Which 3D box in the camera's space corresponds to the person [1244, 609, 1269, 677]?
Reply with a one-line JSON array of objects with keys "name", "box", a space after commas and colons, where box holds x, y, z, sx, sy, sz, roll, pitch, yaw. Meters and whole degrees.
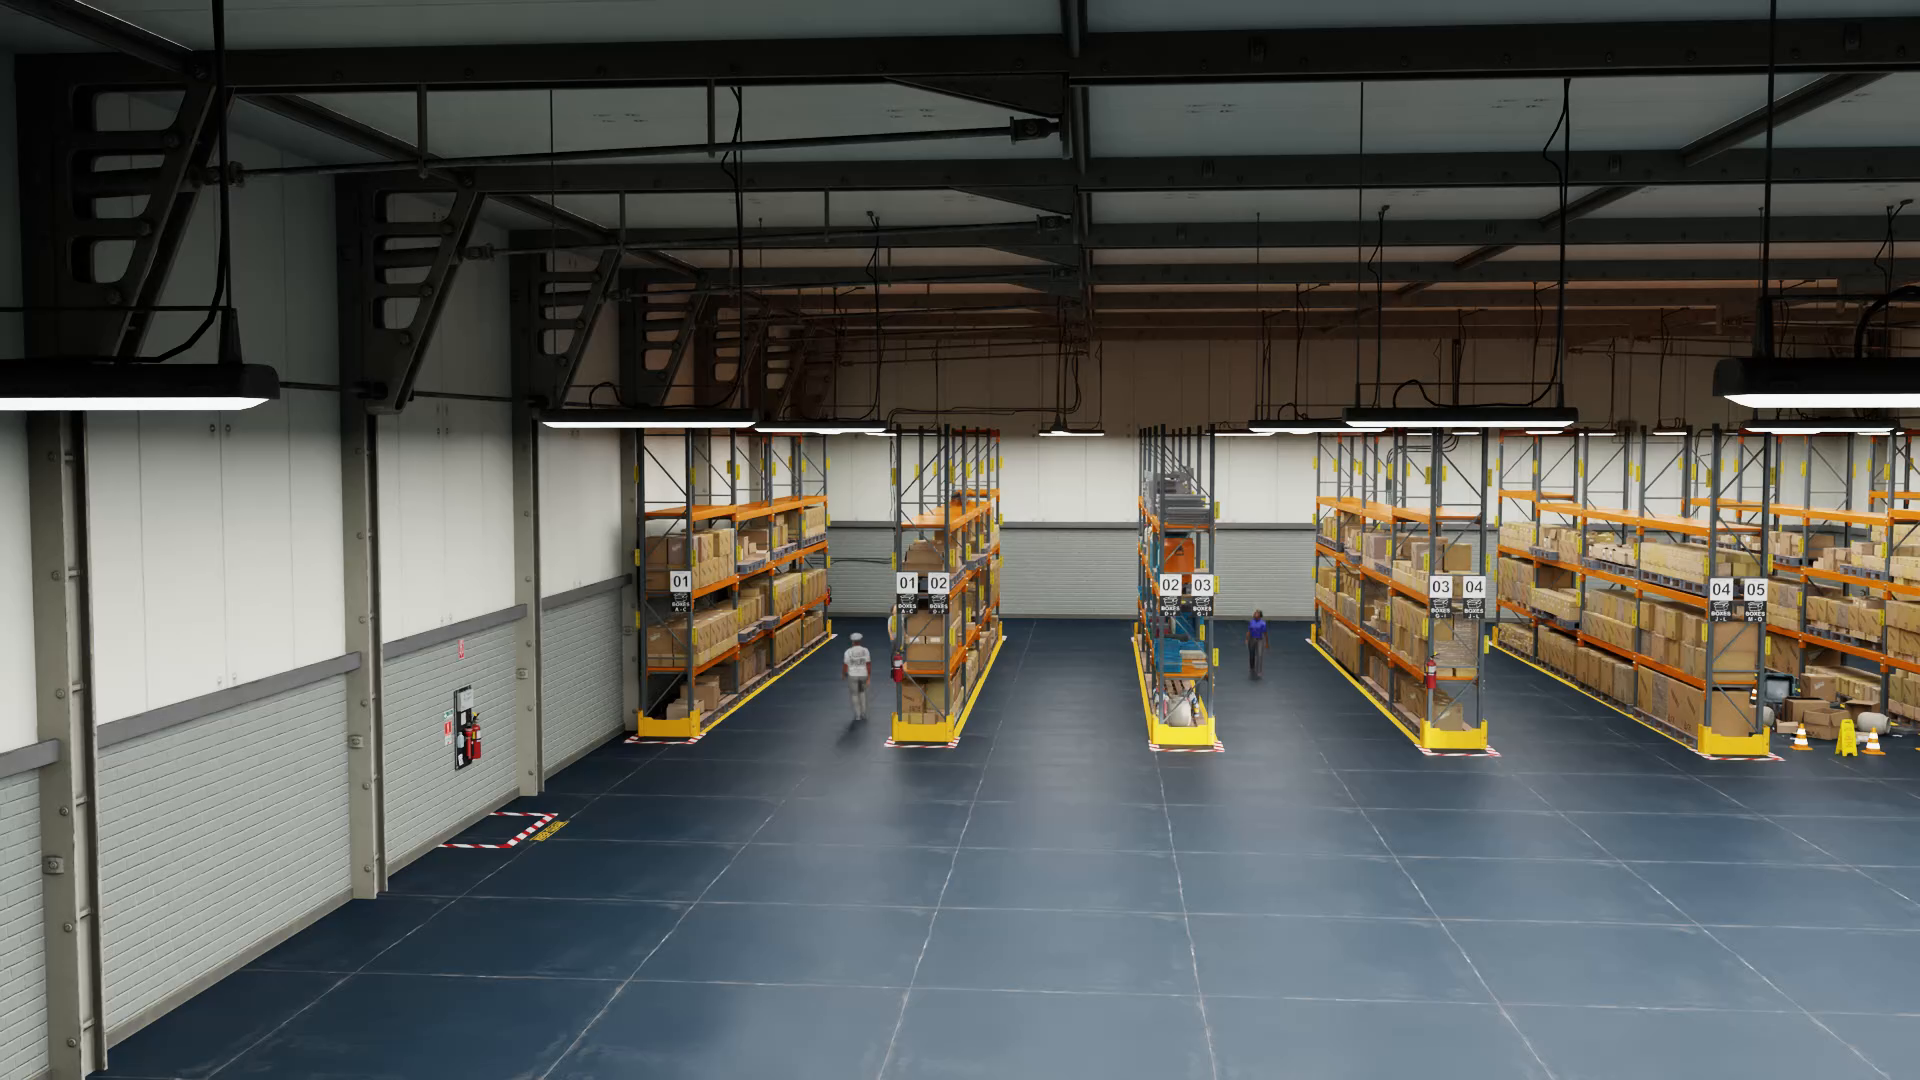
[{"name": "person", "box": [7.161, 2.474, 40.164, 0.602, 1.614, 0.926, 1, 4, 10]}]

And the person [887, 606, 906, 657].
[{"name": "person", "box": [-1.561, 2.433, 41.002, 0.452, 1.588, 1.014, 1, 4, 9]}]

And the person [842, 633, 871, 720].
[{"name": "person", "box": [-2.109, 2.812, 33.824, 0.561, 1.857, 0.547, -2, 4, -29]}]
